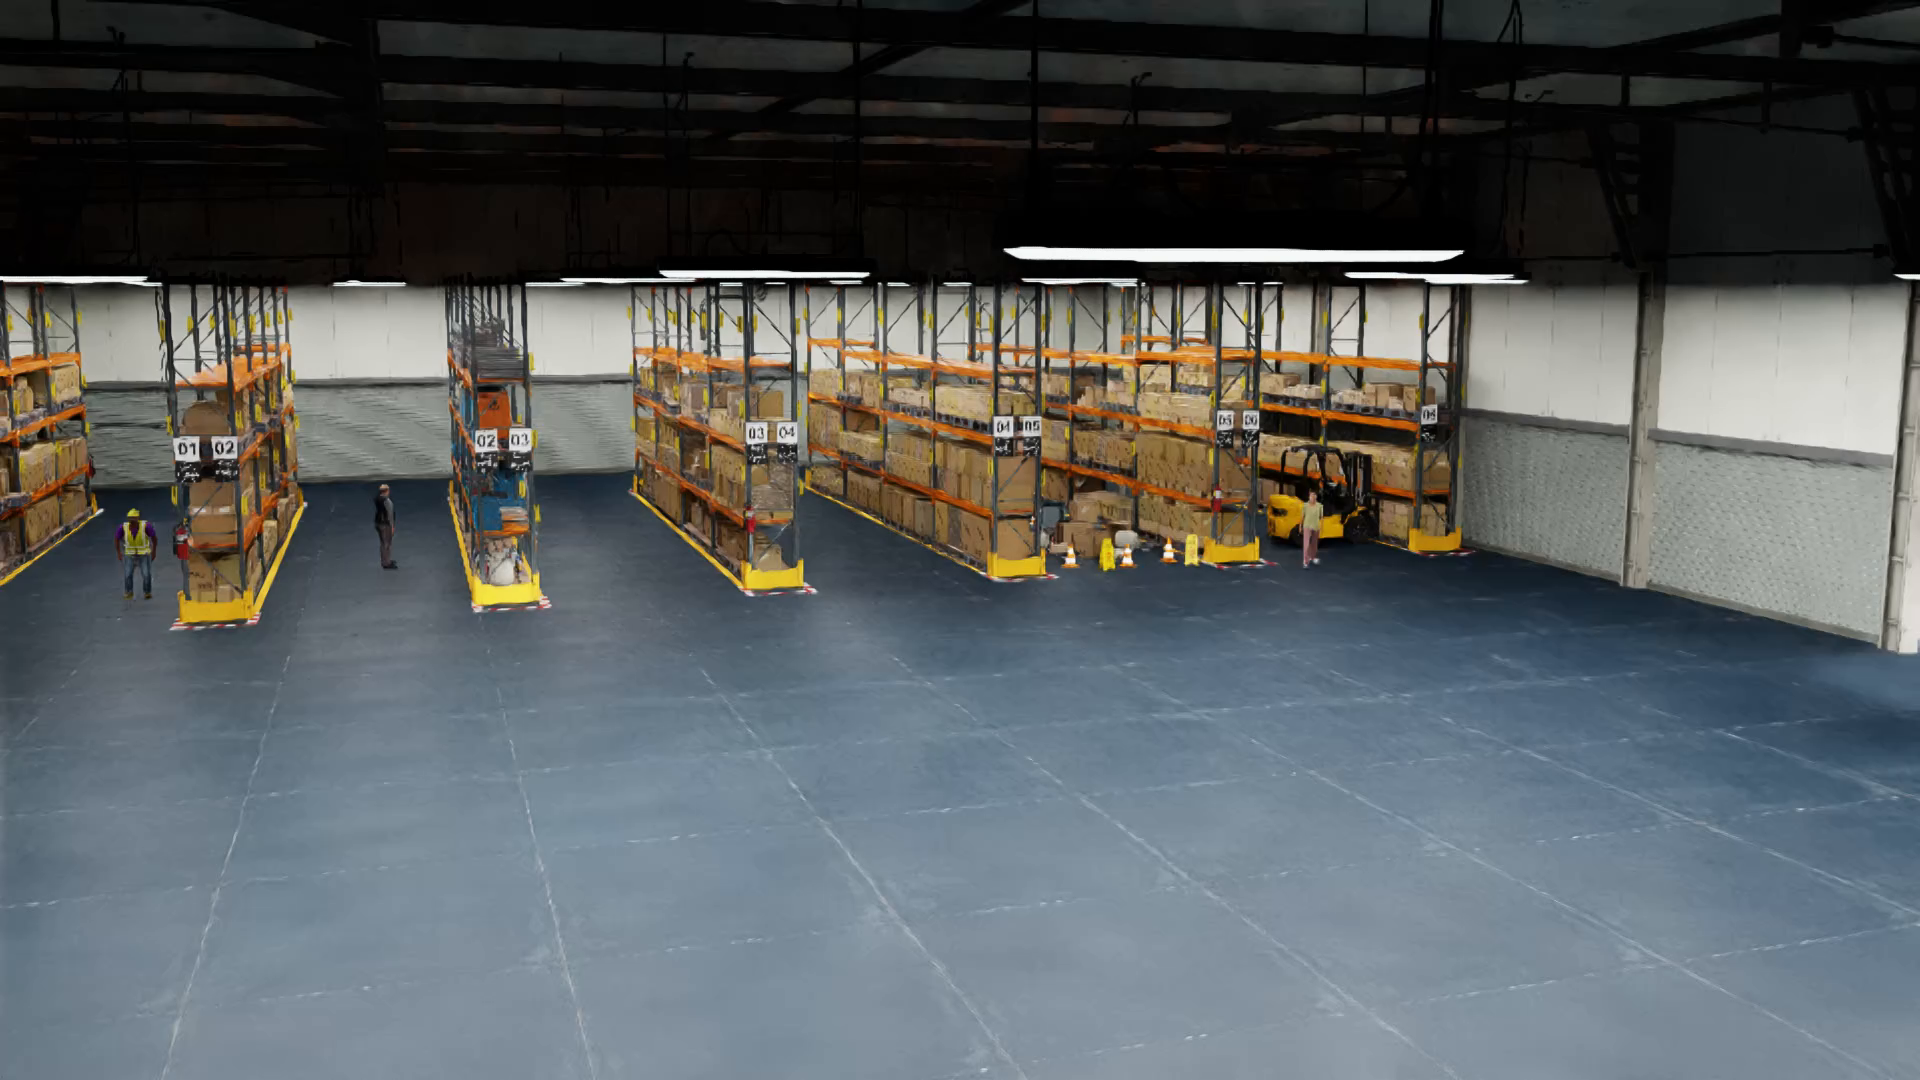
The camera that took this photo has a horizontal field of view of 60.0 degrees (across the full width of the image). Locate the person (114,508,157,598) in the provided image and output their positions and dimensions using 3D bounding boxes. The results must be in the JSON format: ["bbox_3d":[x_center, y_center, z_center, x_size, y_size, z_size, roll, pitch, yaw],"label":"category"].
[{"bbox_3d":[-15.246,0.254,30.786,0.719,1.714,0.578,-3,9,-20],"label":"person"}]

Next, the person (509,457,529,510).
[{"bbox_3d":[-11.436,-1.616,42.994,0.641,1.721,0.754,-8,12,-44],"label":"person"}]

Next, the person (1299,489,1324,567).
[{"bbox_3d":[7.296,-0.259,34.477,0.488,1.606,0.957,0,9,3],"label":"person"}]

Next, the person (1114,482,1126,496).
[{"bbox_3d":[4.255,-1.853,44.702,0.477,1.675,0.487,2,9,12],"label":"person"}]

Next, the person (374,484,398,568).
[{"bbox_3d":[-11.798,-0.208,34.280,0.601,1.539,0.463,8,11,41],"label":"person"}]
